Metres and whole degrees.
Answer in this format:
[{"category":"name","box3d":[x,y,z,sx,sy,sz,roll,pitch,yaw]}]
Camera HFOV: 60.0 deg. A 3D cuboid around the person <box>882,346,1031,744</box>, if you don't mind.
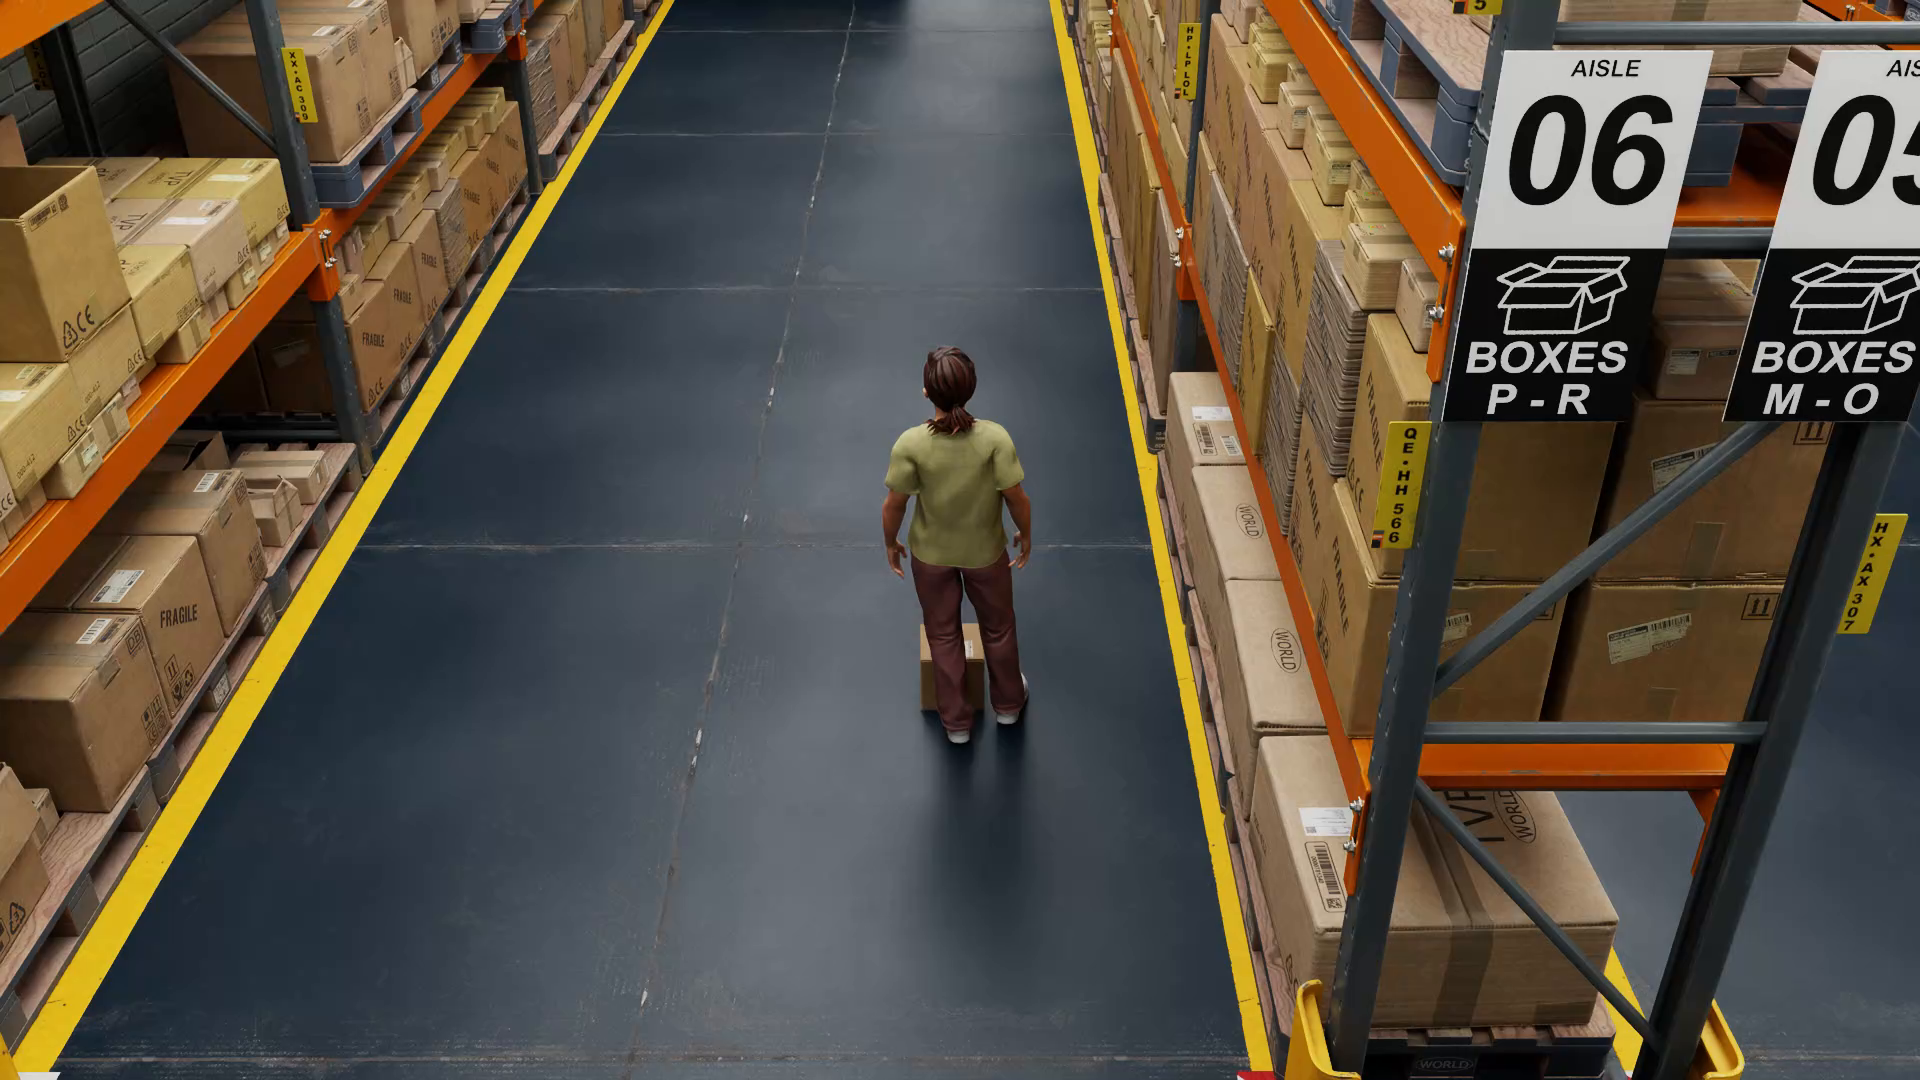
[{"category":"person","box3d":[0.000,0.009,6.105,0.555,1.675,0.549,0,32,0]}]
